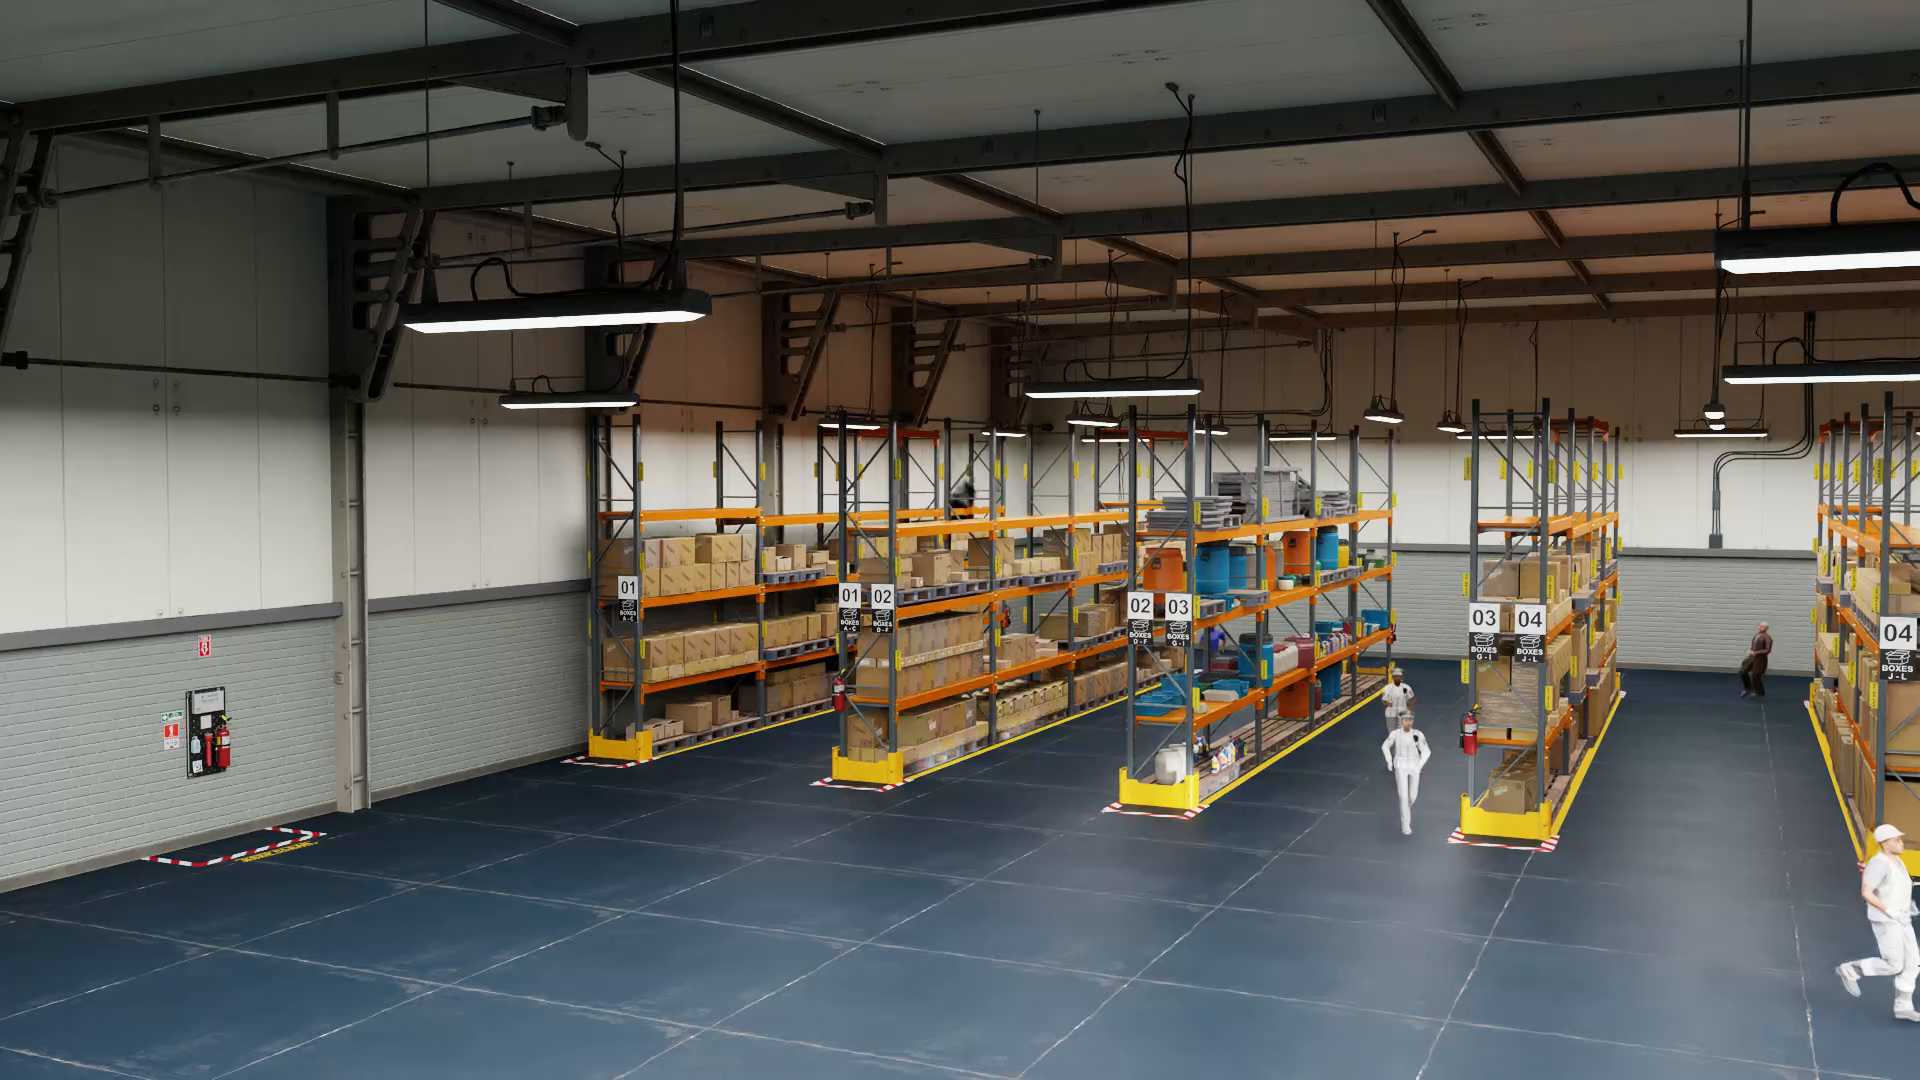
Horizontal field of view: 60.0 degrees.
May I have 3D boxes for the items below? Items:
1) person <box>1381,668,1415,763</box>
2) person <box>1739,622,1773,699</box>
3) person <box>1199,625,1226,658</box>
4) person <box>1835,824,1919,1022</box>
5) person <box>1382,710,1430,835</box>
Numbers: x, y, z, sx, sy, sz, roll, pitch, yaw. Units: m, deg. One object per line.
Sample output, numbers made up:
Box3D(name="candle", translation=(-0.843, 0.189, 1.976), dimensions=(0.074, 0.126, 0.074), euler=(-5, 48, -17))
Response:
Box3D(name="person", translation=(7.400, 3.008, 28.085), dimensions=(0.557, 1.700, 0.628), euler=(1, 2, 15))
Box3D(name="person", translation=(17.392, 2.632, 36.240), dimensions=(0.689, 1.712, 0.694), euler=(-1, 2, -16))
Box3D(name="person", translation=(5.661, 2.622, 37.346), dimensions=(0.572, 1.671, 0.934), euler=(1, 2, 17))
Box3D(name="person", translation=(8.510, 3.488, 15.274), dimensions=(0.674, 1.756, 0.806), euler=(-2, 3, -40))
Box3D(name="person", translation=(6.245, 3.208, 23.287), dimensions=(0.637, 1.693, 0.807), euler=(0, 2, 7))
